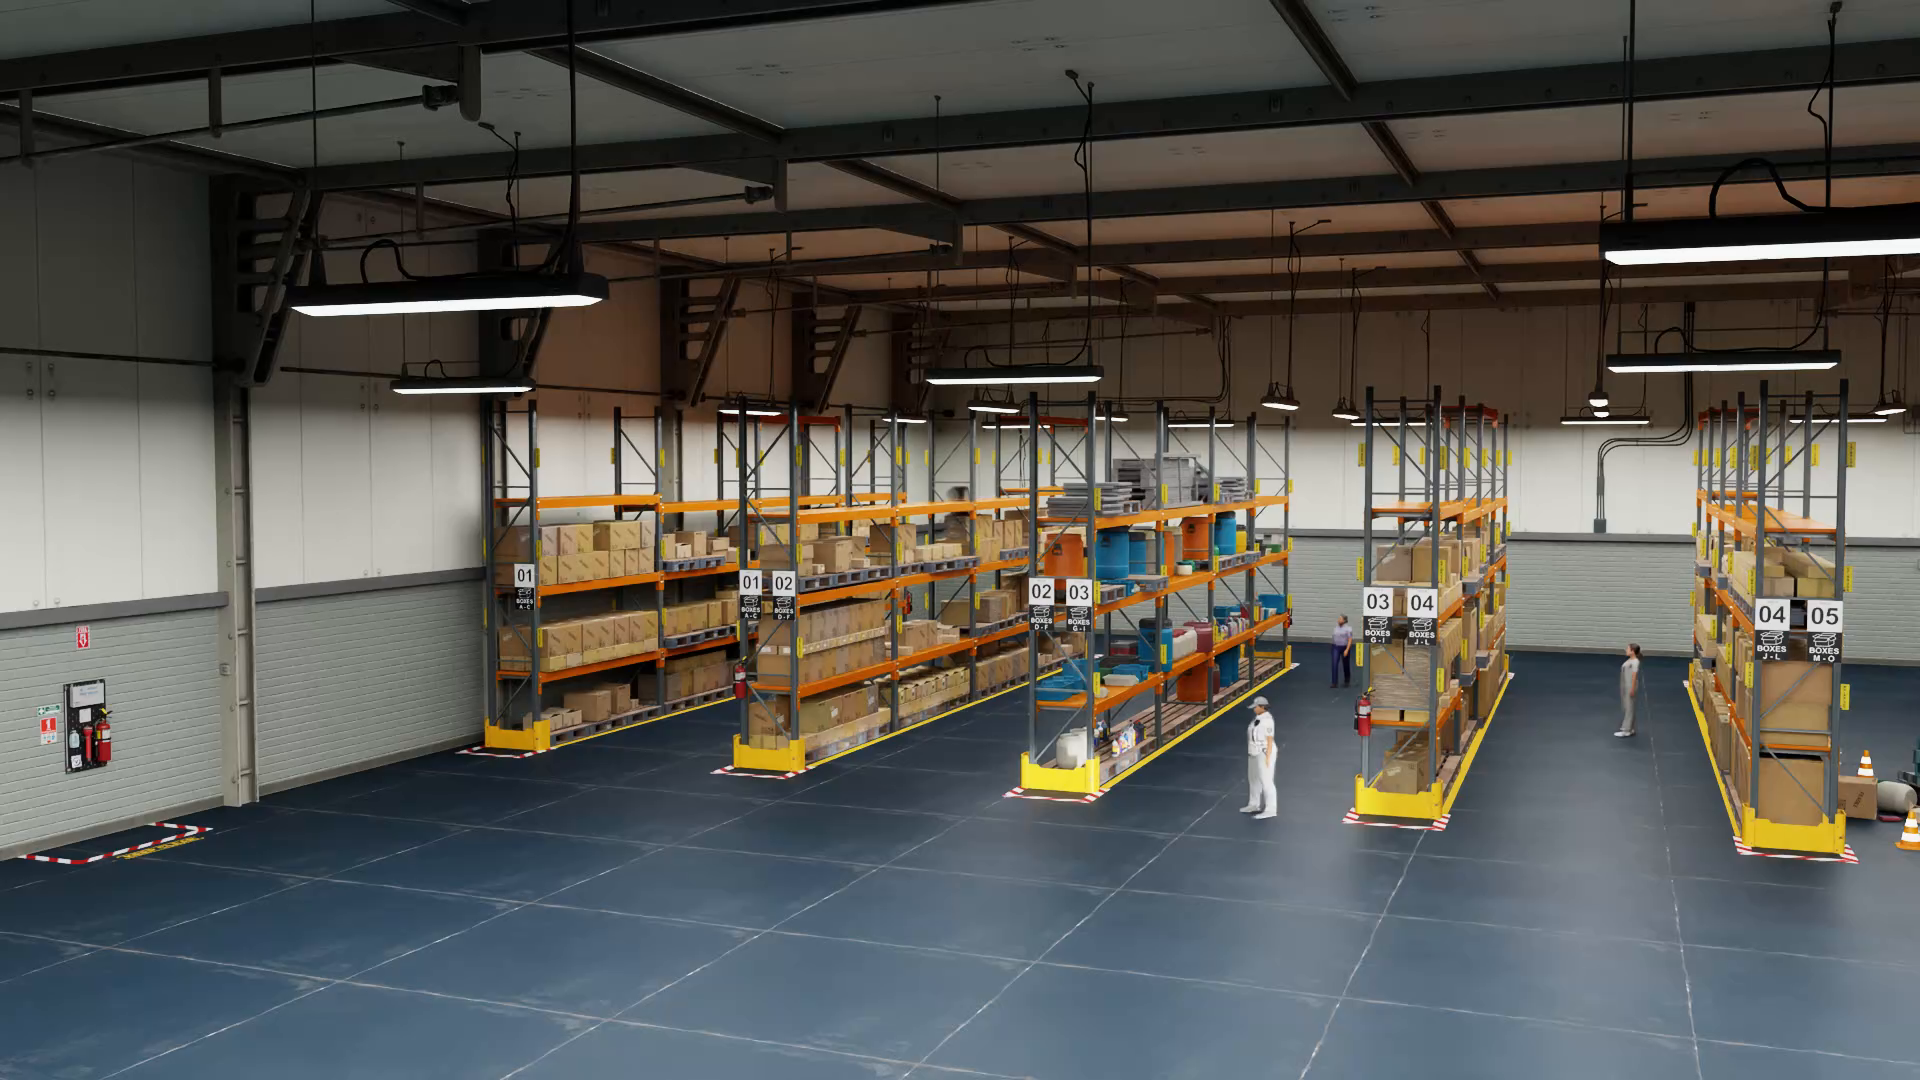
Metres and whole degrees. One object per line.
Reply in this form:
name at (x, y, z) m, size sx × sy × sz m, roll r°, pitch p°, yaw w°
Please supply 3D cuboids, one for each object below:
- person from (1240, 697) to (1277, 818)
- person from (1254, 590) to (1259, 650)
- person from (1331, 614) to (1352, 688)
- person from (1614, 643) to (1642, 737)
person at (4.198, 3.021, 23.310) m, size 0.435 × 1.664 × 0.569 m, roll -1°, pitch 3°, yaw -15°
person at (7.305, 2.109, 41.503) m, size 0.521 × 1.695 × 0.694 m, roll 0°, pitch 3°, yaw 1°
person at (8.324, 2.411, 36.265) m, size 0.462 × 1.594 × 0.952 m, roll 1°, pitch 3°, yaw 17°
person at (12.033, 2.697, 30.020) m, size 0.565 × 1.666 × 0.447 m, roll -1°, pitch 3°, yaw -14°
